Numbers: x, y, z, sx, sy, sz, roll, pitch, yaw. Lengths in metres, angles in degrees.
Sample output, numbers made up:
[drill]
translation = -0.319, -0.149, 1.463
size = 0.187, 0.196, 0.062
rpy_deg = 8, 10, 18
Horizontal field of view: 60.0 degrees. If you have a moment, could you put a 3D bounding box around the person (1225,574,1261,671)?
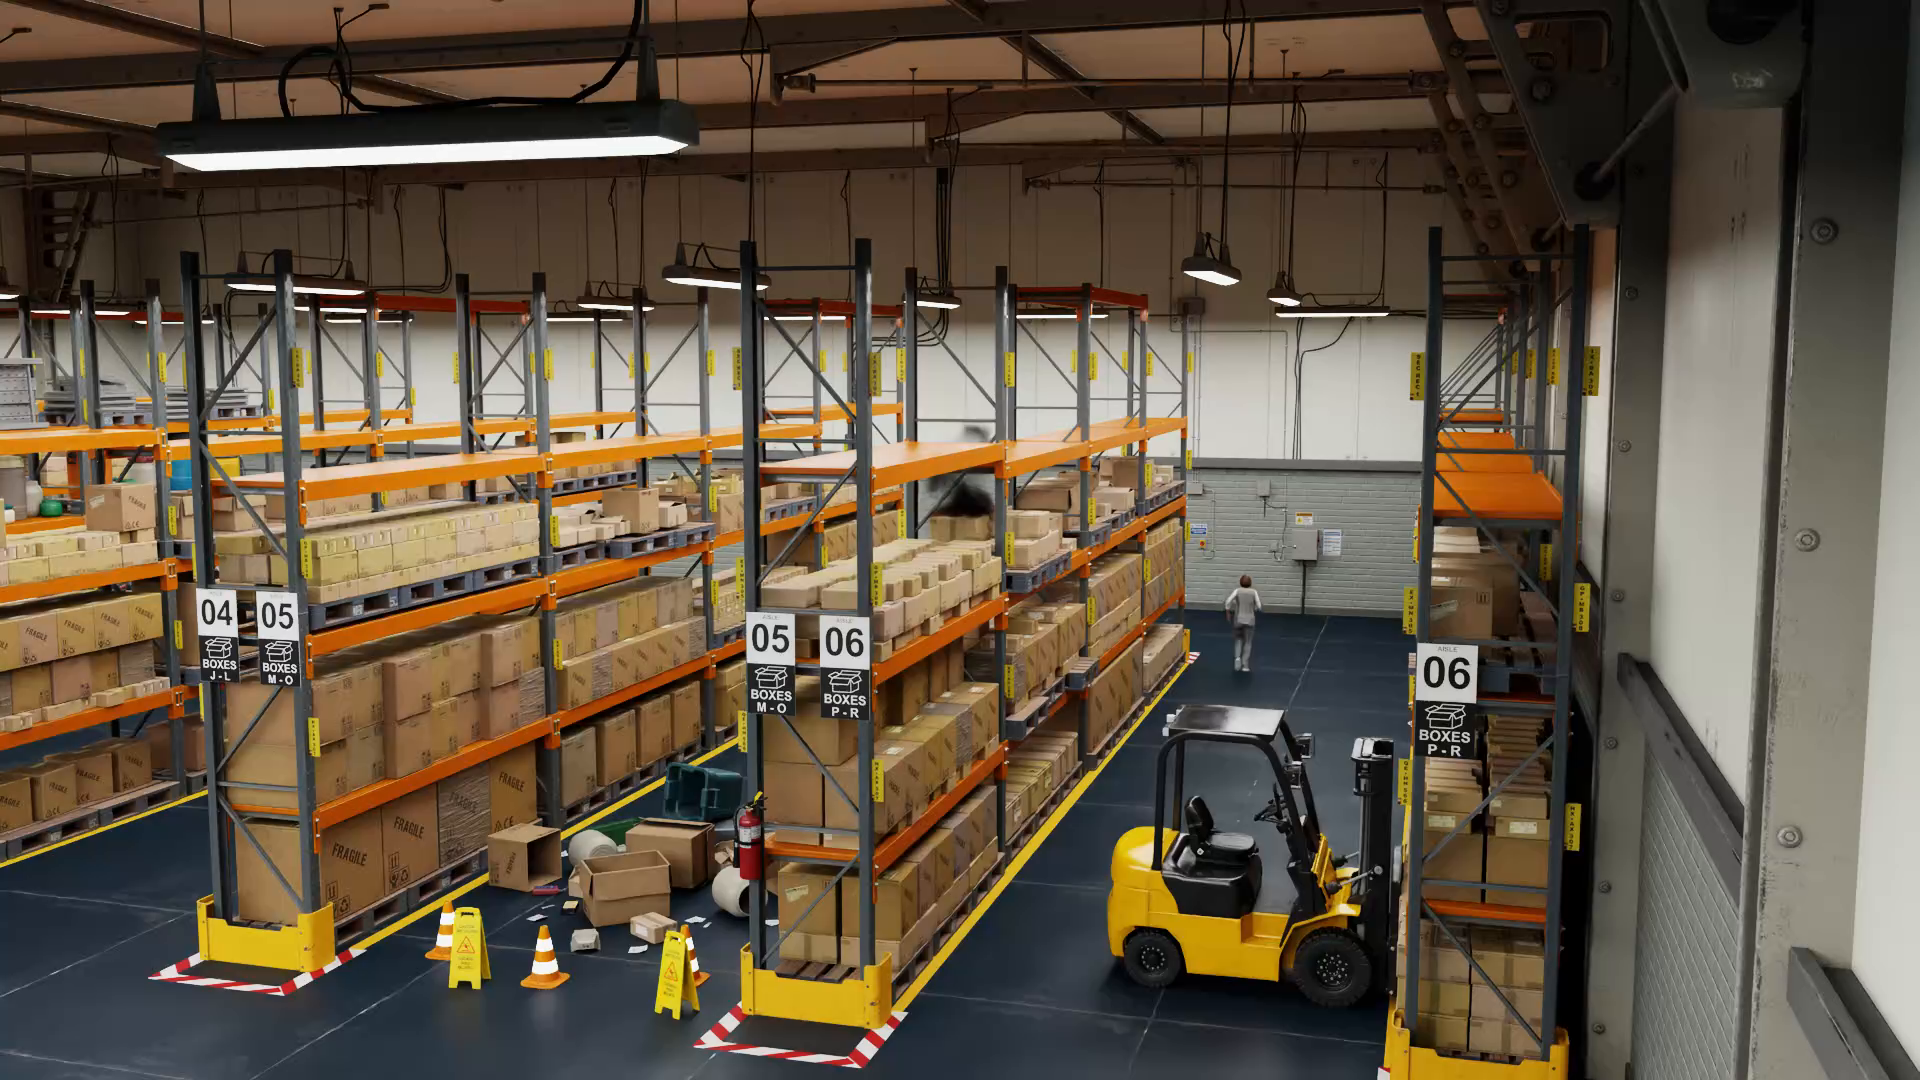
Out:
[person]
translation = 4.607, 1.351, 27.049
size = 0.567, 1.600, 0.656
rpy_deg = 2, 7, 13
